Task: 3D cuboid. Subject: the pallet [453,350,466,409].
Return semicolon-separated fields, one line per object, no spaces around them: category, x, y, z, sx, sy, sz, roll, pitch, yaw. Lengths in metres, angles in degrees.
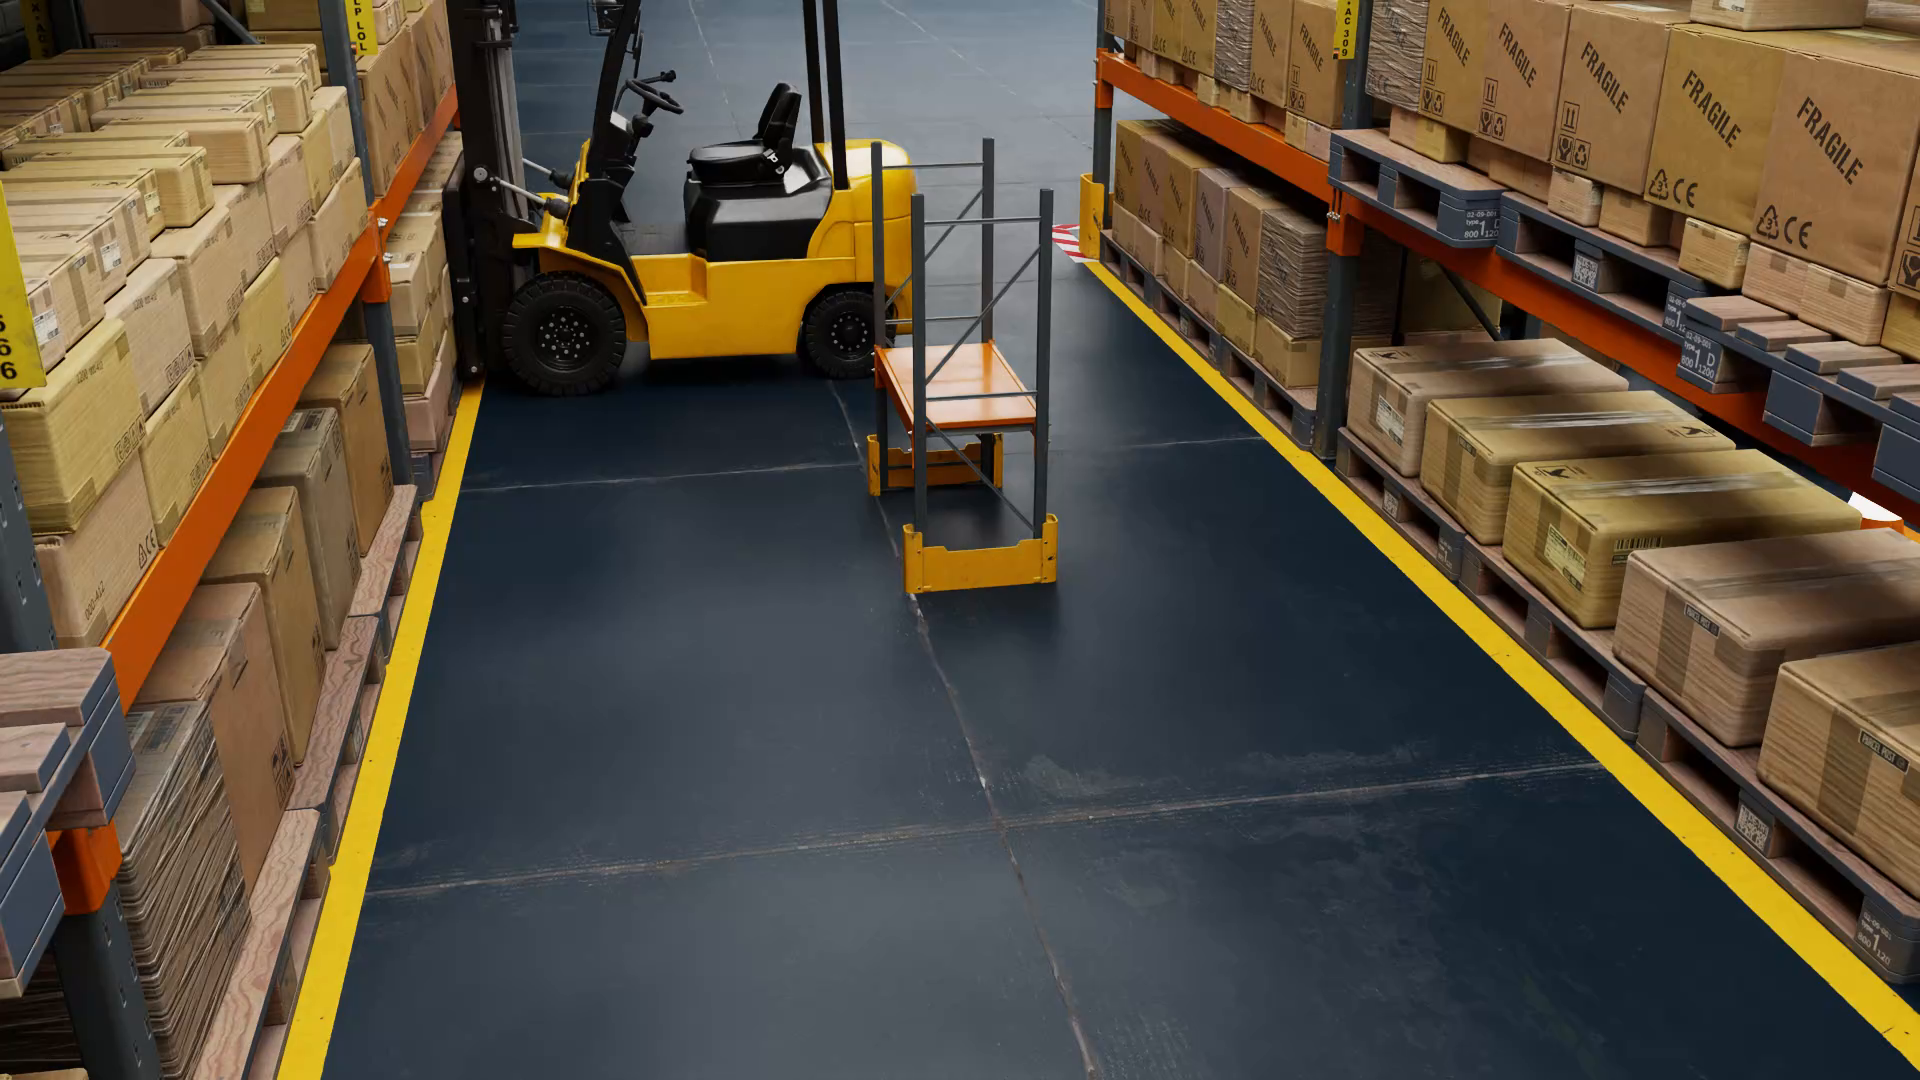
pallet;-3.089;-0.941;8.640;1.003;0.211;1.213;-4;24;-10

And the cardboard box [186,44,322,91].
cardboard box;-2.472;-1.647;5.838;0.380;0.149;0.250;-3;24;-8

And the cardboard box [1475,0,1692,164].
cardboard box;2.100;-1.567;5.569;0.500;0.500;0.500;-4;24;-10

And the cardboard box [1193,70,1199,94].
cardboard box;1.484;-2.483;9.002;0.380;0.149;0.250;-5;24;-11

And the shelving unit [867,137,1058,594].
shelving unit;-0.014;-0.717;6.518;0.587;1.500;1.083;-4;24;-10

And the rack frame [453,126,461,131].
rack frame;-3.493;-2.995;9.860;1.000;3.000;0.127;-4;24;-10

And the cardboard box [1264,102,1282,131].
cardboard box;1.708;-2.084;8.088;0.380;0.149;0.250;-5;24;-10

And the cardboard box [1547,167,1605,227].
cardboard box;2.129;-1.112;5.338;0.380;0.149;0.250;-3;24;-8

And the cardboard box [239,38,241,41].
cardboard box;-3.273;-2.172;7.040;0.380;0.149;0.250;-4;24;-9

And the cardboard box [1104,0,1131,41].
cardboard box;1.199;-3.339;10.151;0.500;0.500;0.500;-5;24;-11

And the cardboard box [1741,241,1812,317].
cardboard box;2.321;-0.702;4.398;0.380;0.149;0.250;-5;24;-12

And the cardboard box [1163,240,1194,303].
cardboard box;1.462;-1.544;9.447;0.500;0.250;0.500;-3;24;-6

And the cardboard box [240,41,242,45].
cardboard box;-3.191;-1.821;7.046;0.500;0.500;0.500;-4;24;-9

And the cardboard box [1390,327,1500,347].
cardboard box;2.280;-0.975;8.145;0.500;0.250;0.500;-5;24;-12

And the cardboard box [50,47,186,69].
cardboard box;-2.899;-1.611;5.755;0.380;0.149;0.250;-5;24;-11

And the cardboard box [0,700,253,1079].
cardboard box;-2.116;0.801;3.610;0.875;0.625;0.625;-4;24;-8

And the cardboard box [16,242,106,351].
cardboard box;-1.834;-0.444;3.082;0.380;0.149;0.250;-4;24;-9

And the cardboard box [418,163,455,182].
cardboard box;-2.898;-1.829;8.853;0.500;0.250;0.500;-4;24;-9

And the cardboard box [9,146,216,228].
cardboard box;-2.033;-0.846;4.003;0.380;0.149;0.250;-4;24;-9

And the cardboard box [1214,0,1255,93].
cardboard box;1.595;-2.535;8.309;0.500;0.500;0.500;-4;24;-8

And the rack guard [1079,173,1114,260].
rack guard;1.398;-2.189;11.136;1.175;0.500;0.348;-4;24;-10

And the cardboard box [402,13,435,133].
cardboard box;-2.859;-2.264;8.060;0.500;0.500;0.500;-4;24;-9

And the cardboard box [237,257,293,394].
cardboard box;-2.140;-0.577;4.510;0.500;0.250;0.500;-4;24;-8

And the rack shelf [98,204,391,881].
rack shelf;-2.384;-0.305;4.600;1.077;0.370;4.000;-4;24;-10

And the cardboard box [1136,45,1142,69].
cardboard box;1.273;-2.891;9.936;0.380;0.149;0.250;-5;24;-11

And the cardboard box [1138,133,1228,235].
cardboard box;1.367;-2.088;9.756;0.500;0.500;0.500;-5;24;-12

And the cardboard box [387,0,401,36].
cardboard box;-2.699;-2.318;7.374;0.380;0.149;0.250;-5;24;-10

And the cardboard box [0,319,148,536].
cardboard box;-1.831;-0.203;3.030;0.500;0.250;0.500;-4;24;-10

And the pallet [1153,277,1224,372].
pallet;1.736;-1.255;9.360;1.003;0.211;1.213;-4;24;-10

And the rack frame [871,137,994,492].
rack frame;-0.110;-0.921;6.984;0.500;1.500;0.032;-4;24;-10

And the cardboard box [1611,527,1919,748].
cardboard box;2.624;0.282;5.115;0.950;0.372;0.625;-5;24;-11

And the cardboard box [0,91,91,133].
cardboard box;-2.767;-1.204;4.824;0.380;0.149;0.250;-4;24;-10

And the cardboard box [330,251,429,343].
cardboard box;-2.535;-1.026;7.013;0.500;0.250;0.500;-5;24;-11

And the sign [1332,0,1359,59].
sign;1.592;-2.144;6.830;0.100;0.325;0.005;-4;24;-10

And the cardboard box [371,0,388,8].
cardboard box;-2.661;-2.353;7.083;0.380;0.149;0.250;-4;24;-9

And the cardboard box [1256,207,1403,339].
cardboard box;1.751;-1.279;7.906;0.500;0.500;0.500;-5;24;-10

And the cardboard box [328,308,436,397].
cardboard box;-2.540;-0.796;7.112;0.500;0.250;0.500;-4;24;-10

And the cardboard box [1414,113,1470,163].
cardboard box;1.953;-1.528;6.291;0.380;0.149;0.250;-4;24;-9

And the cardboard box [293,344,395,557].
cardboard box;-2.646;-0.322;6.181;0.875;0.625;0.625;-3;24;-7

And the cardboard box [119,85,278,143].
cardboard box;-2.248;-1.245;4.918;0.380;0.149;0.250;-5;24;-11

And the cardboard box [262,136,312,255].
cardboard box;-2.221;-1.005;4.865;0.500;0.250;0.500;-4;24;-9

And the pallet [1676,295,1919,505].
pallet;2.627;-0.402;4.162;1.213;0.211;1.003;-4;24;-10

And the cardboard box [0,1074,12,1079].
cardboard box;-1.674;0.983;2.540;0.380;0.149;0.250;-5;24;-12

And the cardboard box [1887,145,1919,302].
cardboard box;2.506;-0.750;3.698;0.500;0.500;0.500;-5;24;-11

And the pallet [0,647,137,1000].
pallet;-1.820;0.501;2.095;1.213;0.211;1.003;-4;24;-10
